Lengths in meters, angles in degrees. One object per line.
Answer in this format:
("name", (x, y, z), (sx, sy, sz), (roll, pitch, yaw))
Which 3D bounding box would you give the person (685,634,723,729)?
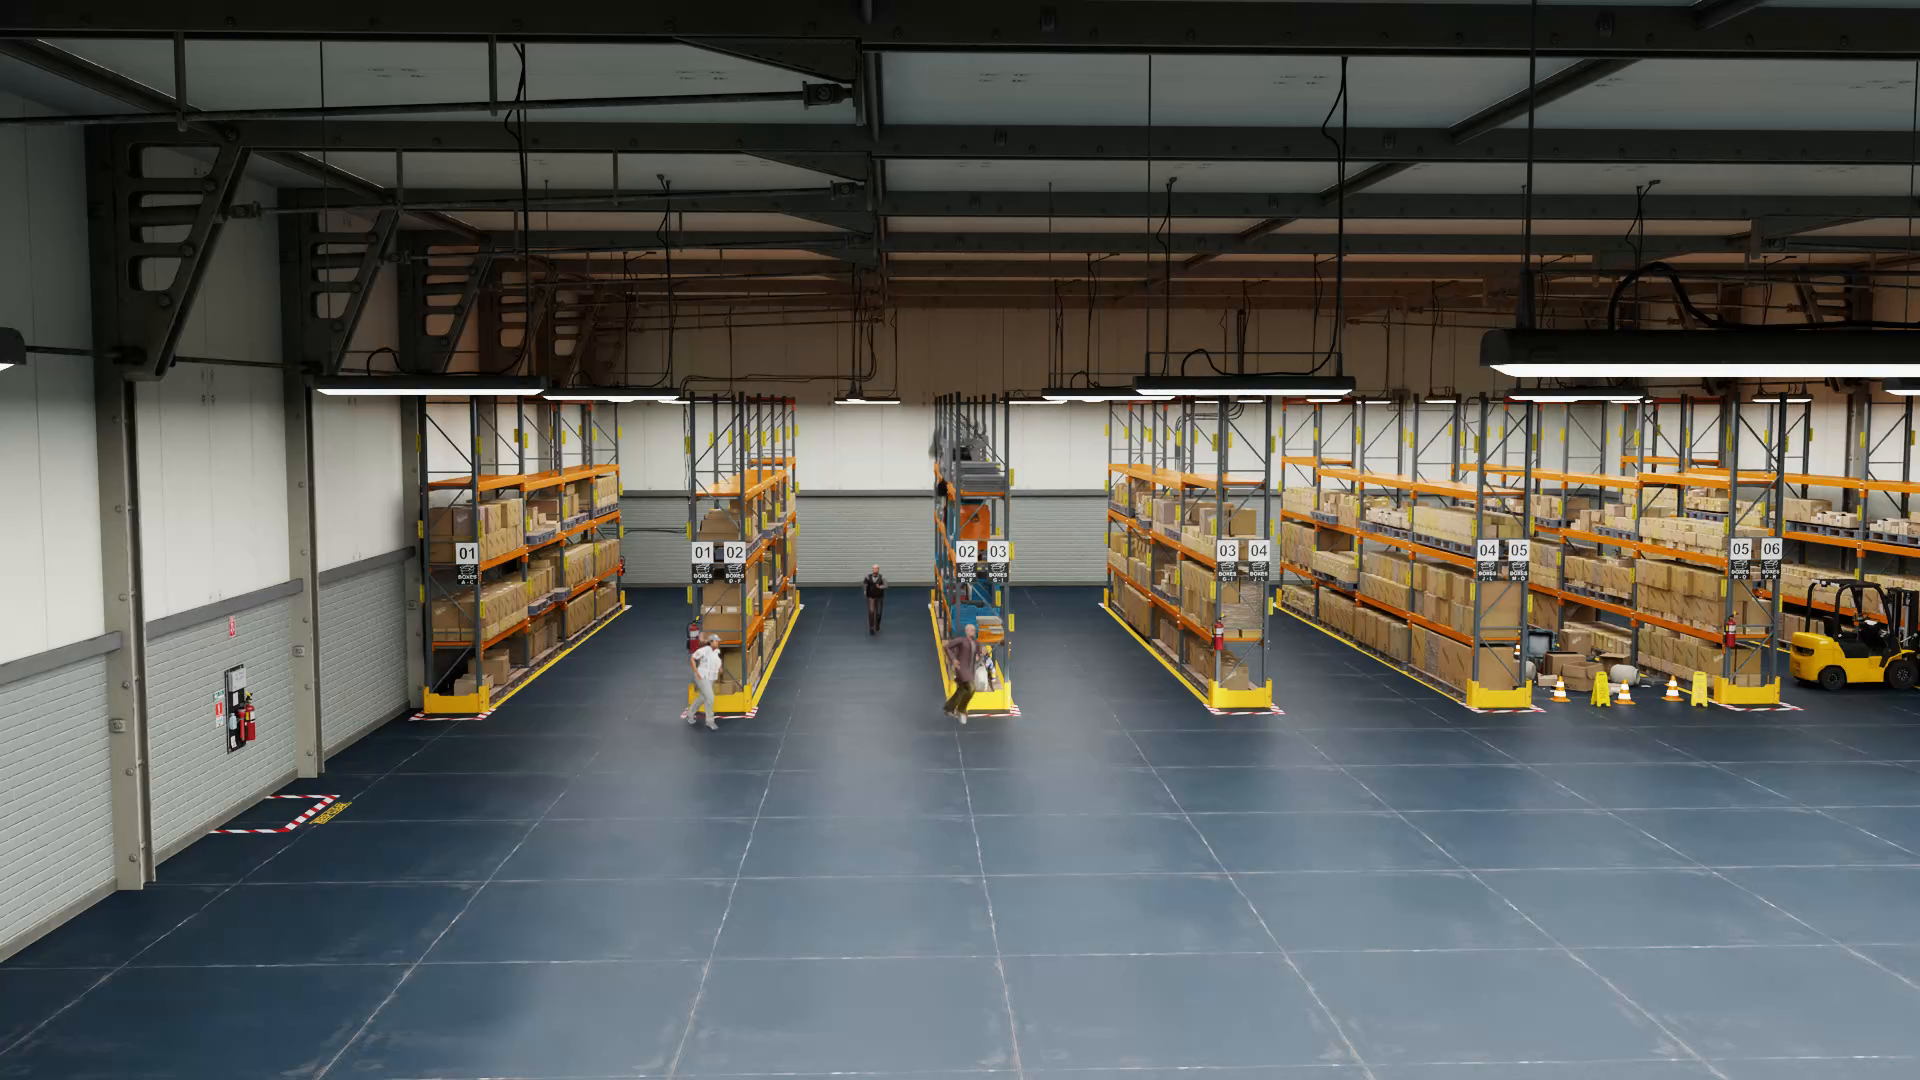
("person", (-4.548, 2.525, 29.889), (0.774, 1.679, 0.577), (3, 5, 29))

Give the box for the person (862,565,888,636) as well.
("person", (-2.133, 1.499, 41.874), (0.635, 1.766, 0.831), (-1, 5, -7))

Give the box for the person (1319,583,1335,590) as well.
("person", (10.897, 0.938, 49.184), (0.740, 1.774, 0.637), (0, 5, 5))

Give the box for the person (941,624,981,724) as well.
("person", (0.062, 2.377, 30.340), (0.721, 1.693, 0.679), (3, 6, 35))
